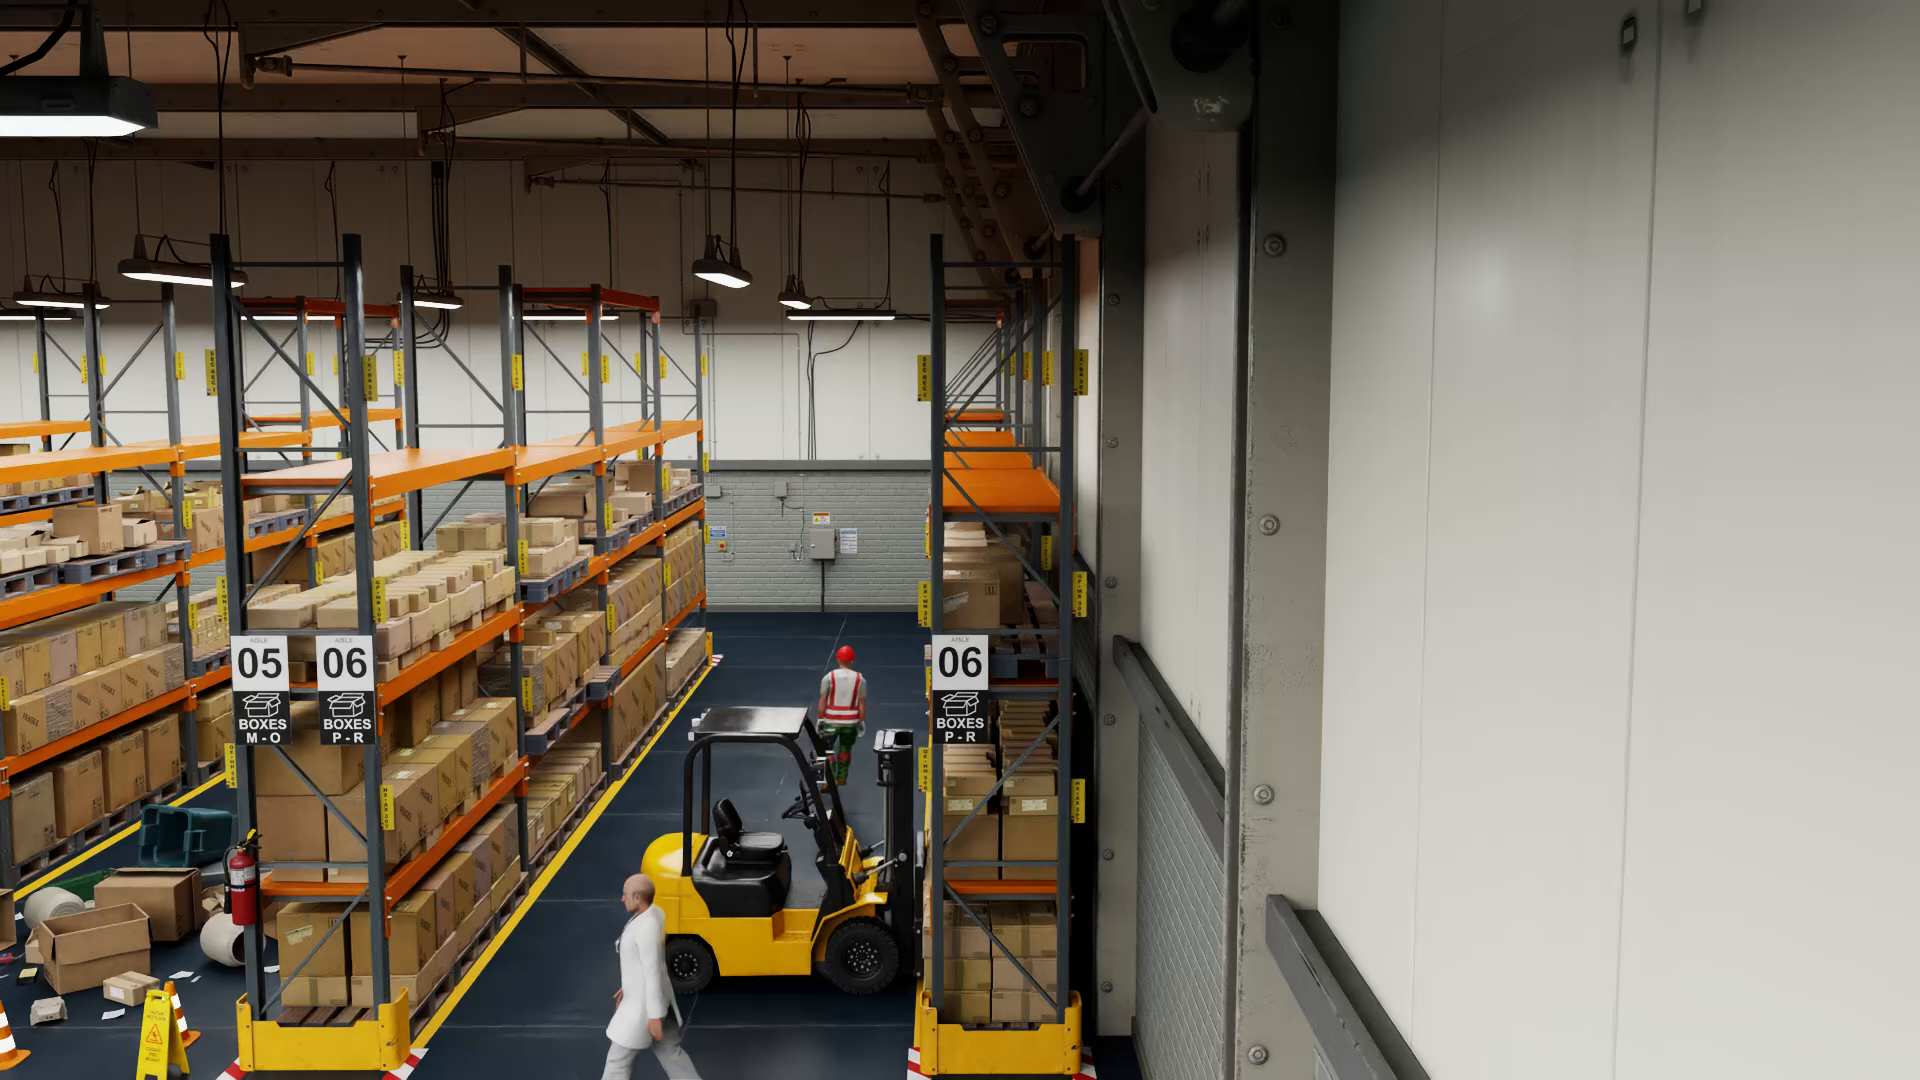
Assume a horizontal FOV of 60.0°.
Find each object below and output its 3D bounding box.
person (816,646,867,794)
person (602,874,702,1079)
[{"bbox_3d":[-1.358,2.049,19.013,0.593,1.690,0.554,-1,6,-7],"label":"person"},{"bbox_3d":[-2.122,3.080,11.078,0.953,1.756,0.584,0,6,3],"label":"person"}]
